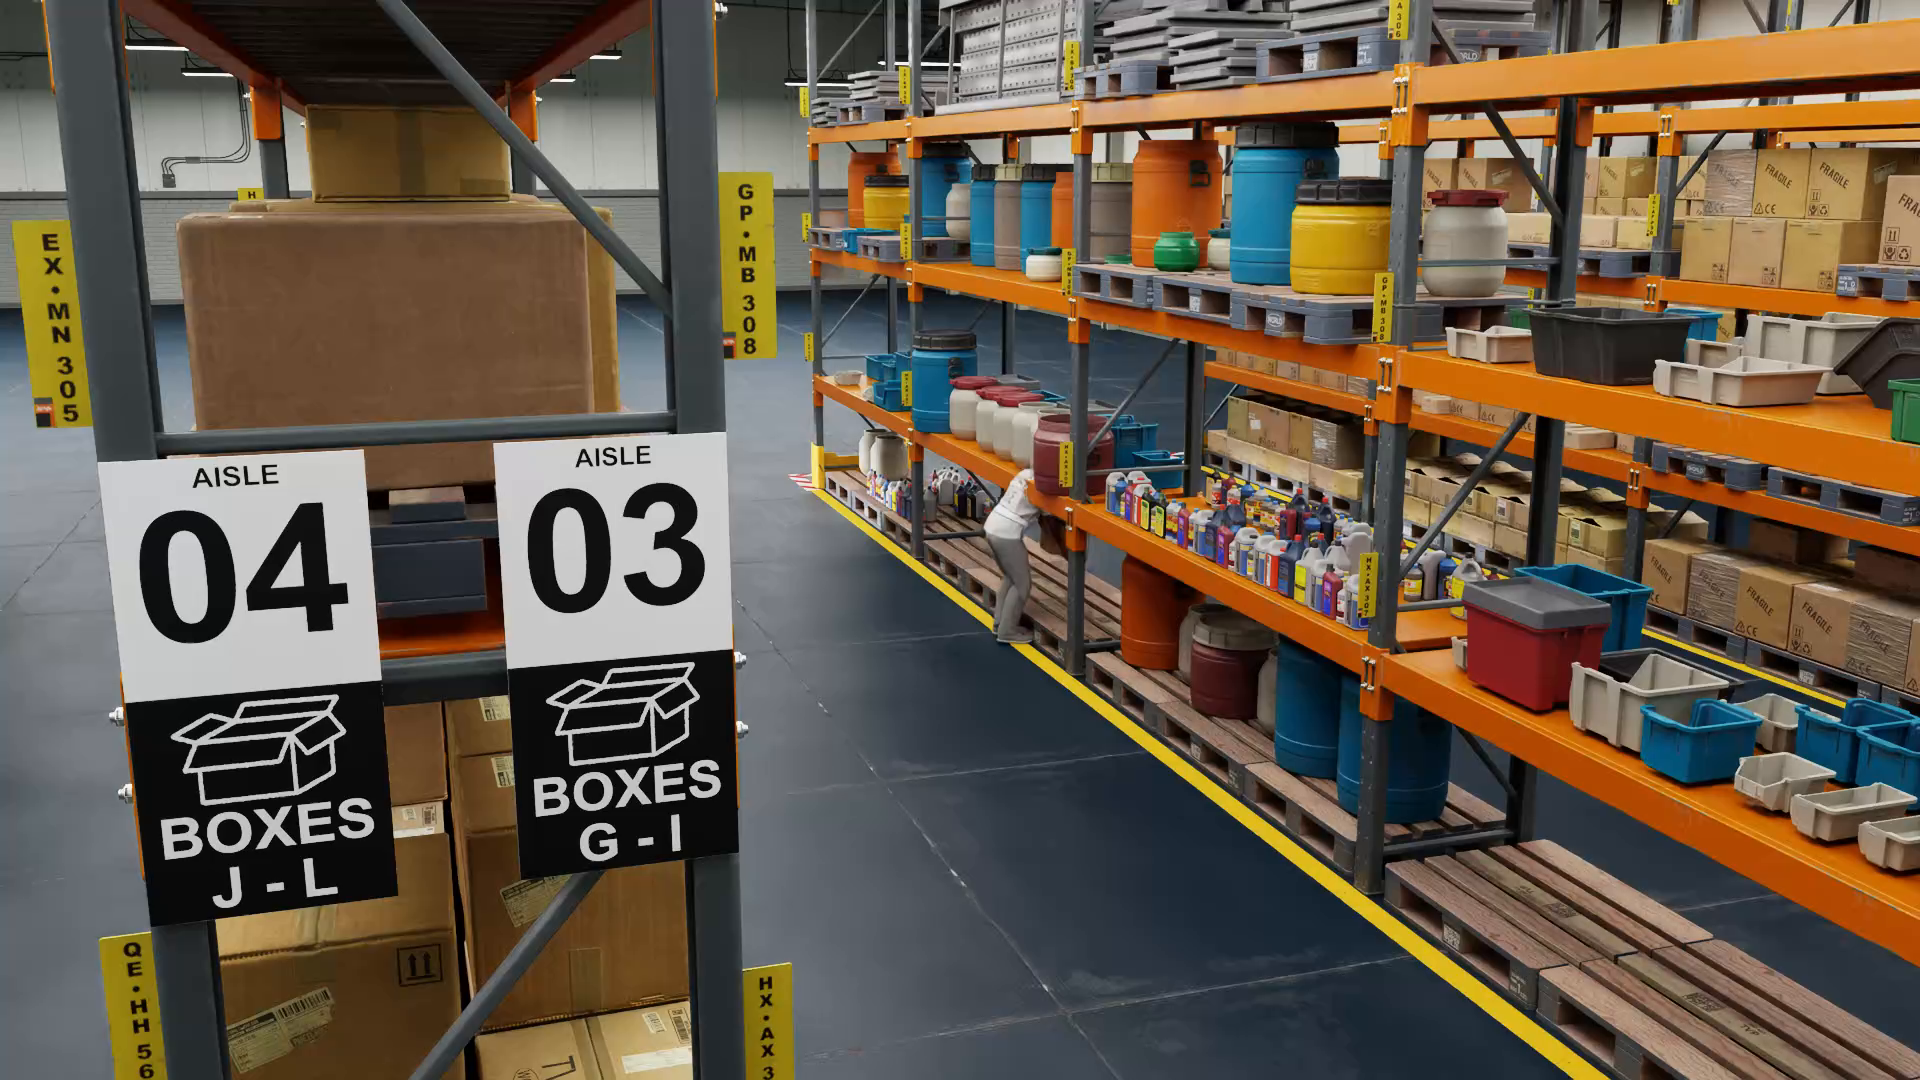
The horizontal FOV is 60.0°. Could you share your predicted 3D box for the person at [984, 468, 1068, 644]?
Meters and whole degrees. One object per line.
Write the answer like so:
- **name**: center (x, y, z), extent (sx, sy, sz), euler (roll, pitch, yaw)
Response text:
- **person**: center (0.539, 0.033, 13.130), extent (0.698, 1.538, 0.412), euler (-3, 13, -14)
